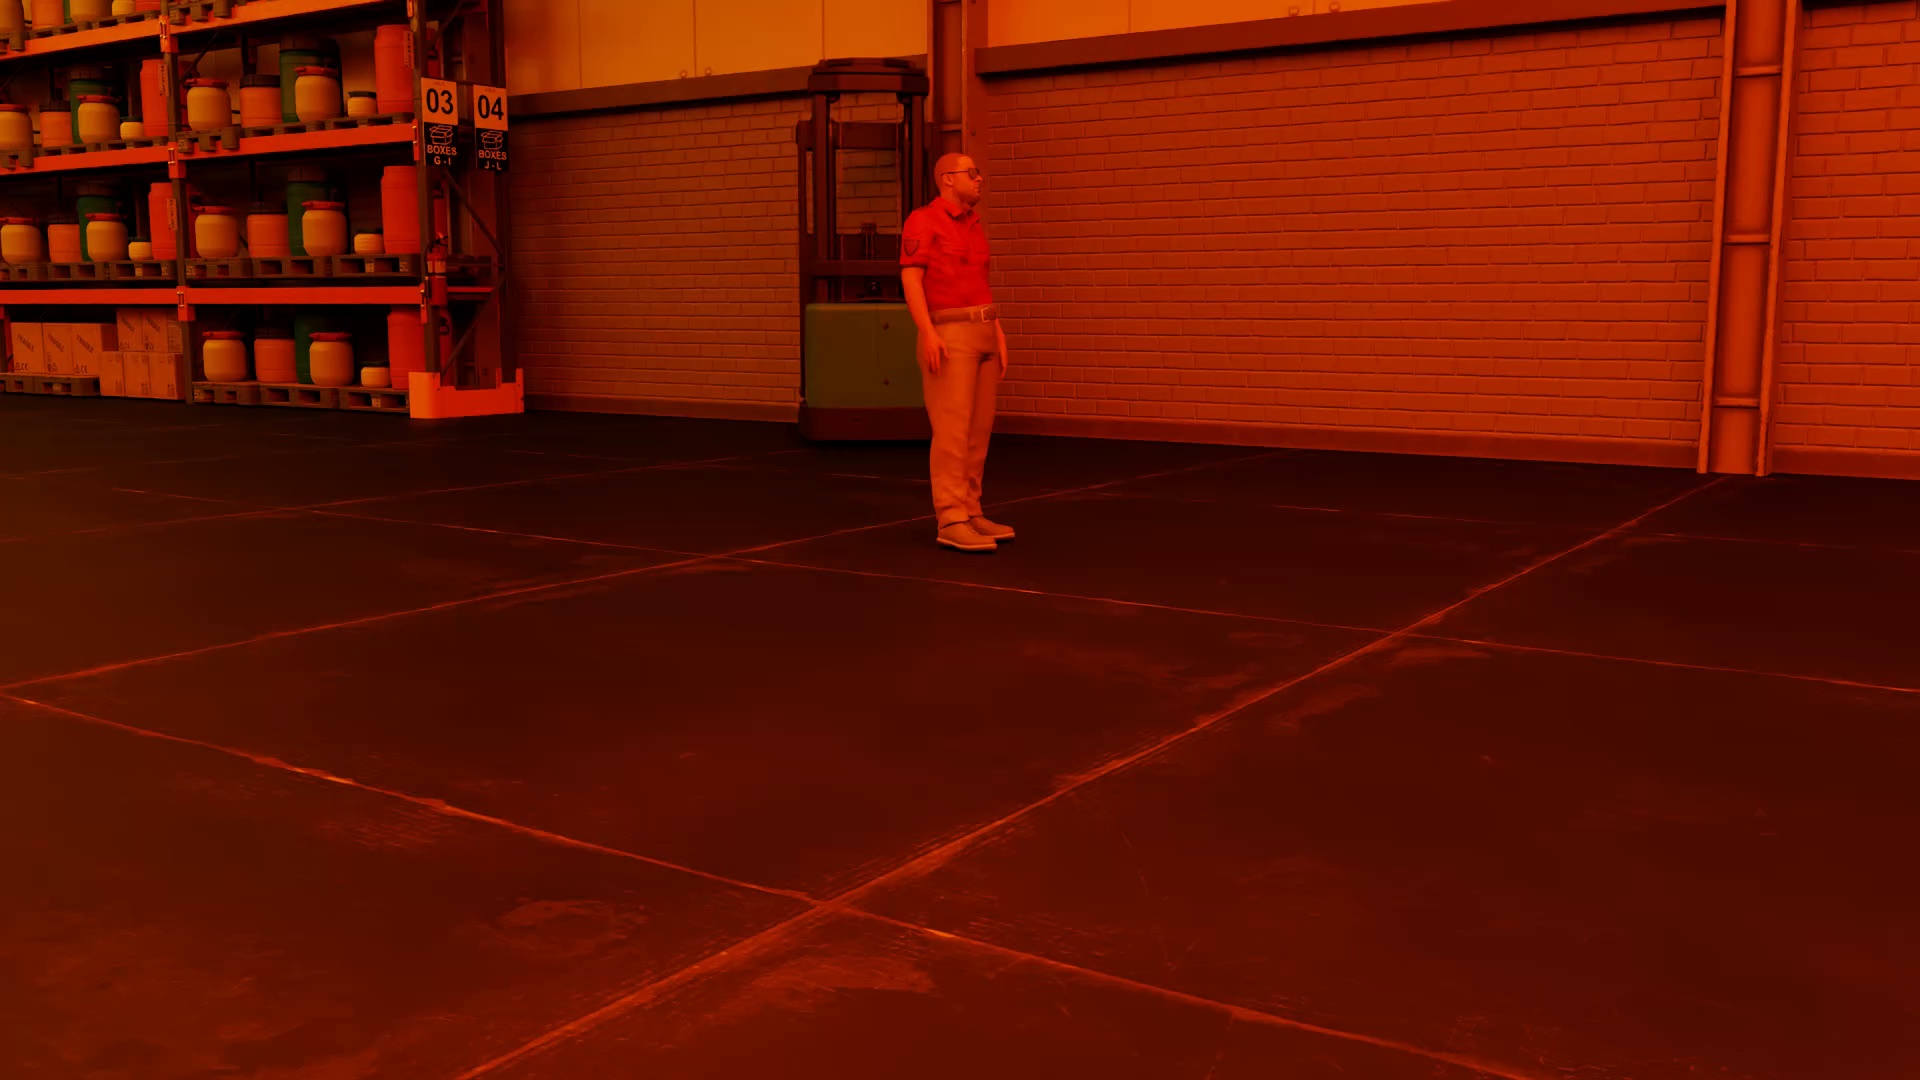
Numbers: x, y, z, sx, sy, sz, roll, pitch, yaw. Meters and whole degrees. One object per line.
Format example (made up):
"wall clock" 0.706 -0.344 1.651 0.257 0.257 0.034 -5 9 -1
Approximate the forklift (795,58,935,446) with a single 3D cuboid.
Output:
"forklift" -0.776 -2.331 13.583 1.130 2.935 3.031 -1 8 -7

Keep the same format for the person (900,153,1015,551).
"person" 0.068 -0.854 7.421 0.551 1.727 0.640 5 10 34
